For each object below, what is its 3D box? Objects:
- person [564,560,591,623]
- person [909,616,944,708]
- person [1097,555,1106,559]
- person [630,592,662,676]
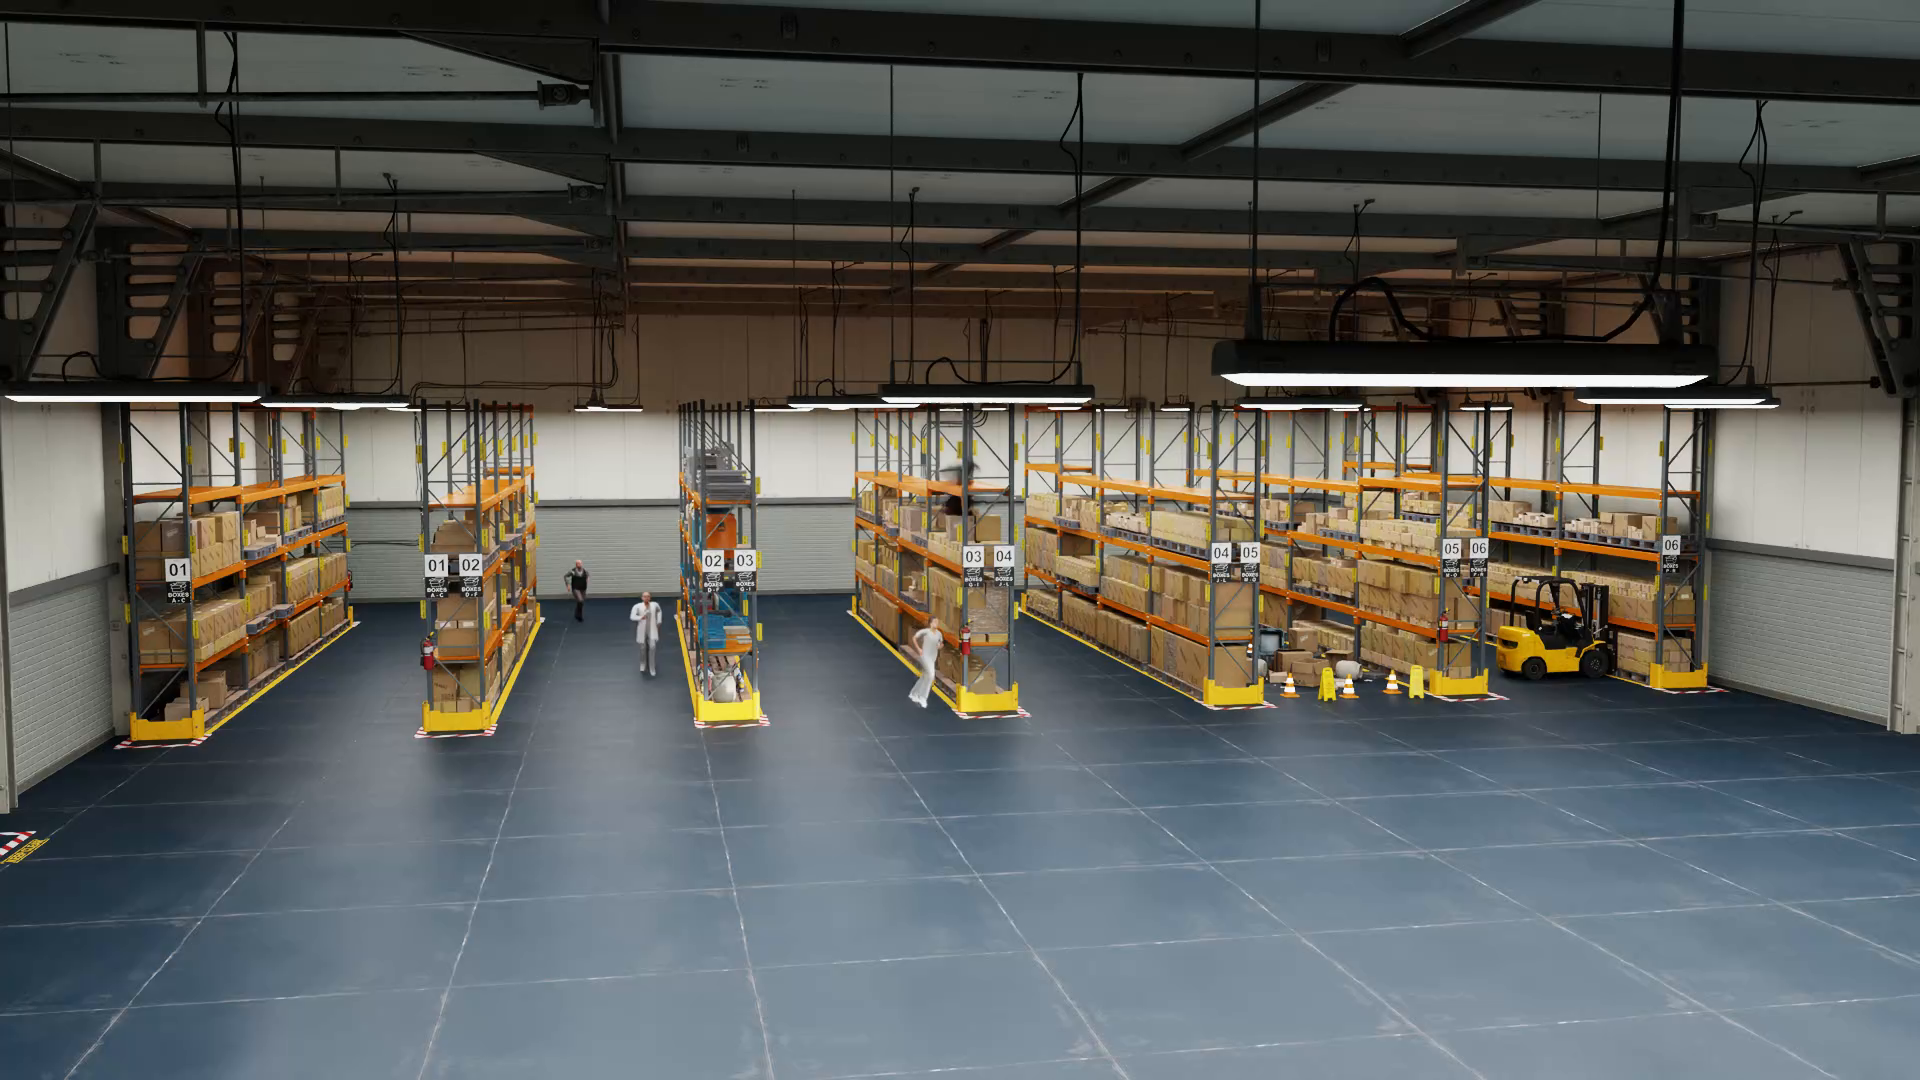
[{"bbox_3d":[-10.555,1.403,46.026,0.679,1.731,0.779,-4,6,-41],"label":"person"},{"bbox_3d":[-0.621,2.267,31.378,0.664,1.698,0.592,4,6,44],"label":"person"},{"bbox_3d":[4.117,1.231,48.565,0.646,1.654,0.555,-1,5,-17],"label":"person"},{"bbox_3d":[-6.930,2.054,36.735,0.705,1.847,0.898,-1,4,-16],"label":"person"}]
